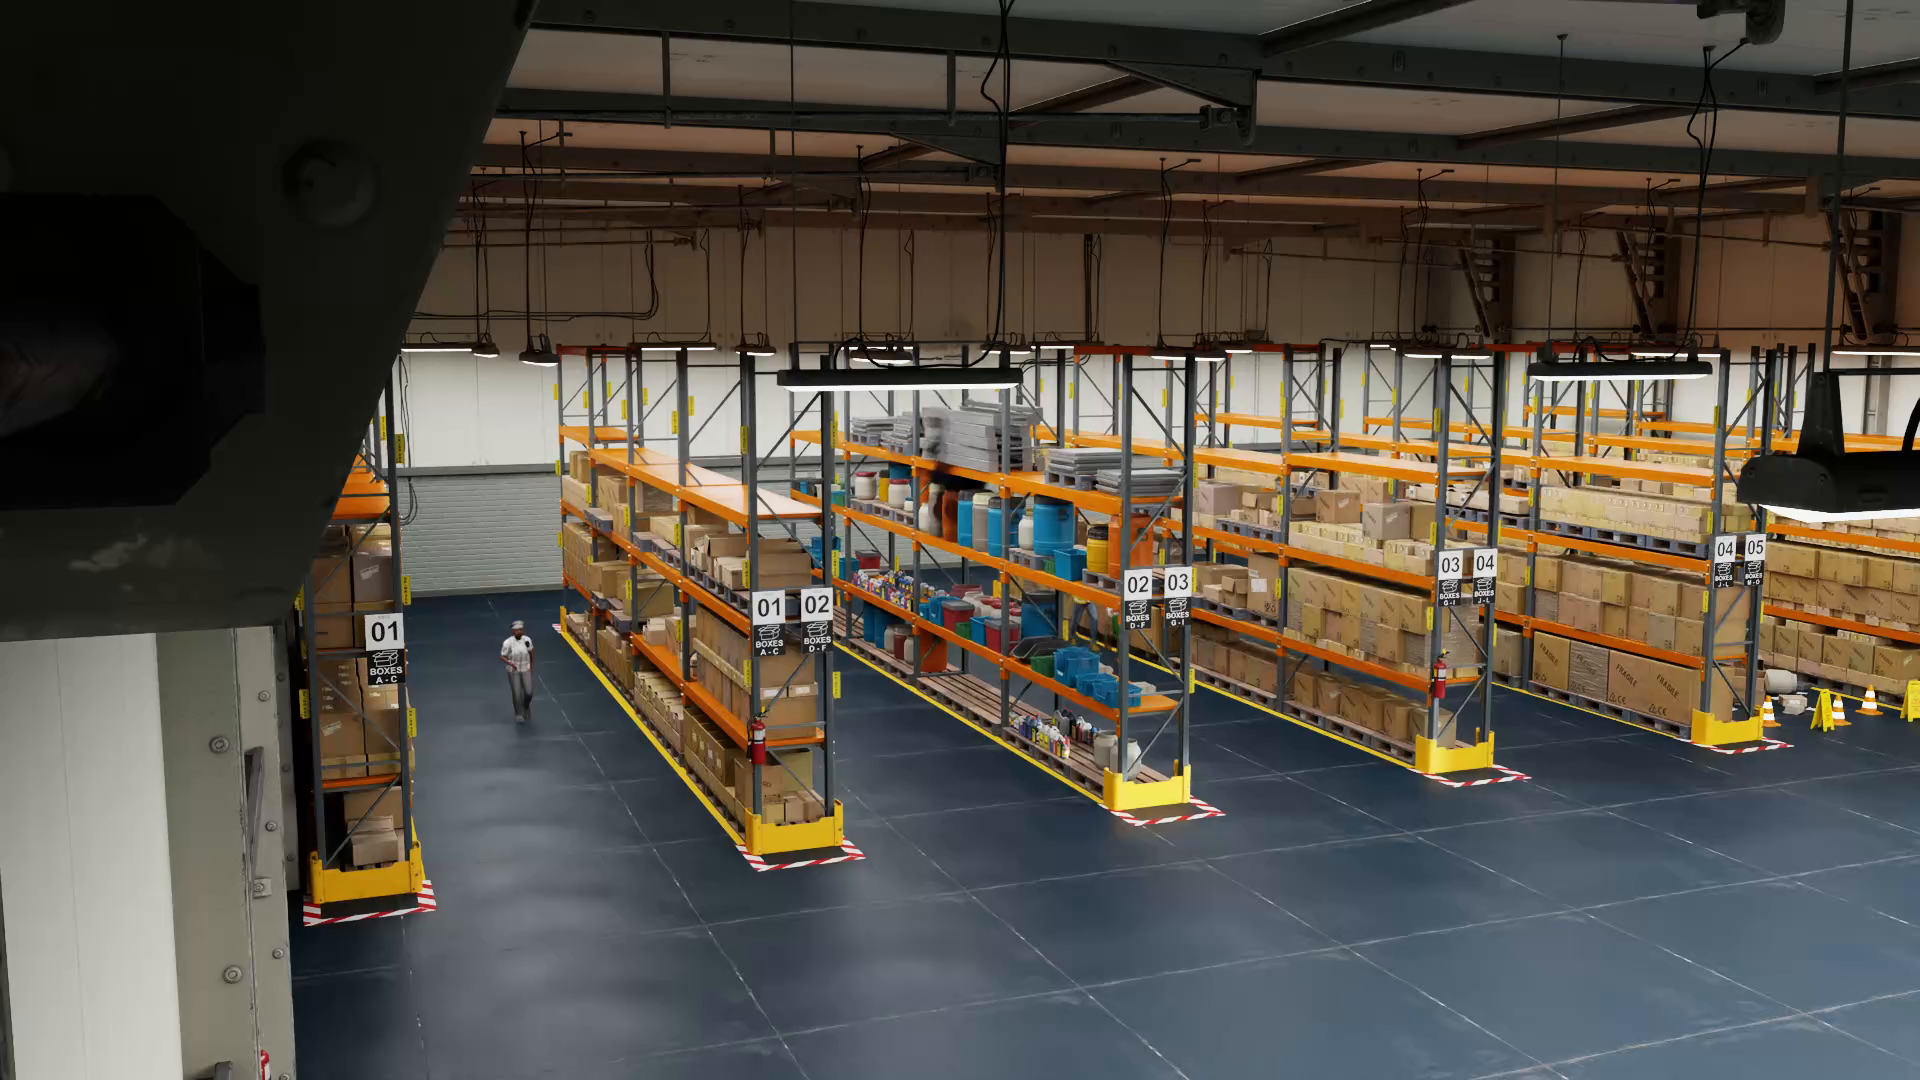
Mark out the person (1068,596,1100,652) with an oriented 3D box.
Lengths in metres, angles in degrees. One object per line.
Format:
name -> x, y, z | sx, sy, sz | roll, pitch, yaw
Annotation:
person -> 2.351, 1.201, 31.740 | 0.640, 1.770, 0.878 | -3, 8, -21

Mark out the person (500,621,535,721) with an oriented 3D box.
person -> -7.078, 2.114, 26.731 | 0.576, 1.657, 0.580 | -4, 8, -26

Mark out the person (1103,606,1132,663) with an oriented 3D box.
person -> 2.871, 1.353, 30.258 | 0.670, 1.769, 0.603 | -4, 8, -28
